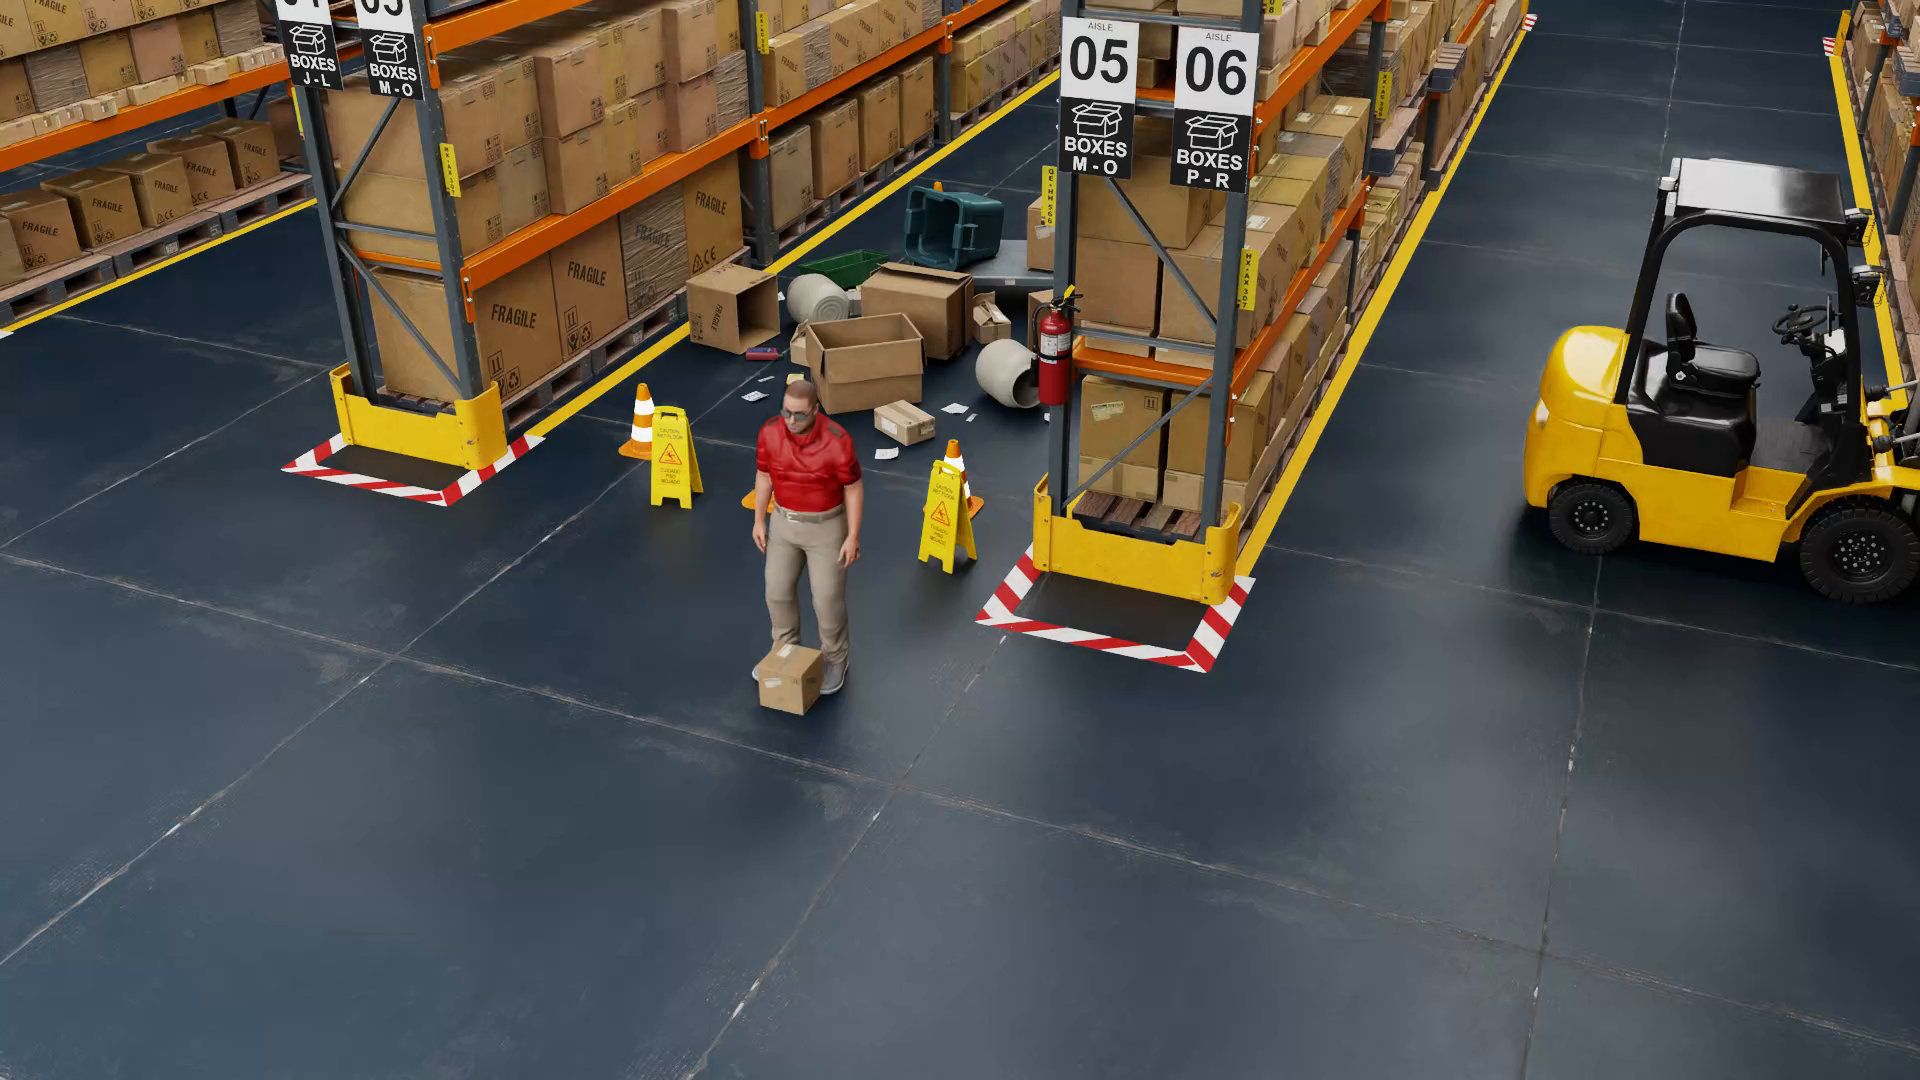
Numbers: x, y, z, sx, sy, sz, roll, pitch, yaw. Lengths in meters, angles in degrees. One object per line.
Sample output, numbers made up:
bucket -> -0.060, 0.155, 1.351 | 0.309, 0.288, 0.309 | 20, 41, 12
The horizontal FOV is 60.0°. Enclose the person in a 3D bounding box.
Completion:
person -> -0.784, -0.042, 8.489 | 0.597, 1.725, 0.393 | 10, 31, 16
